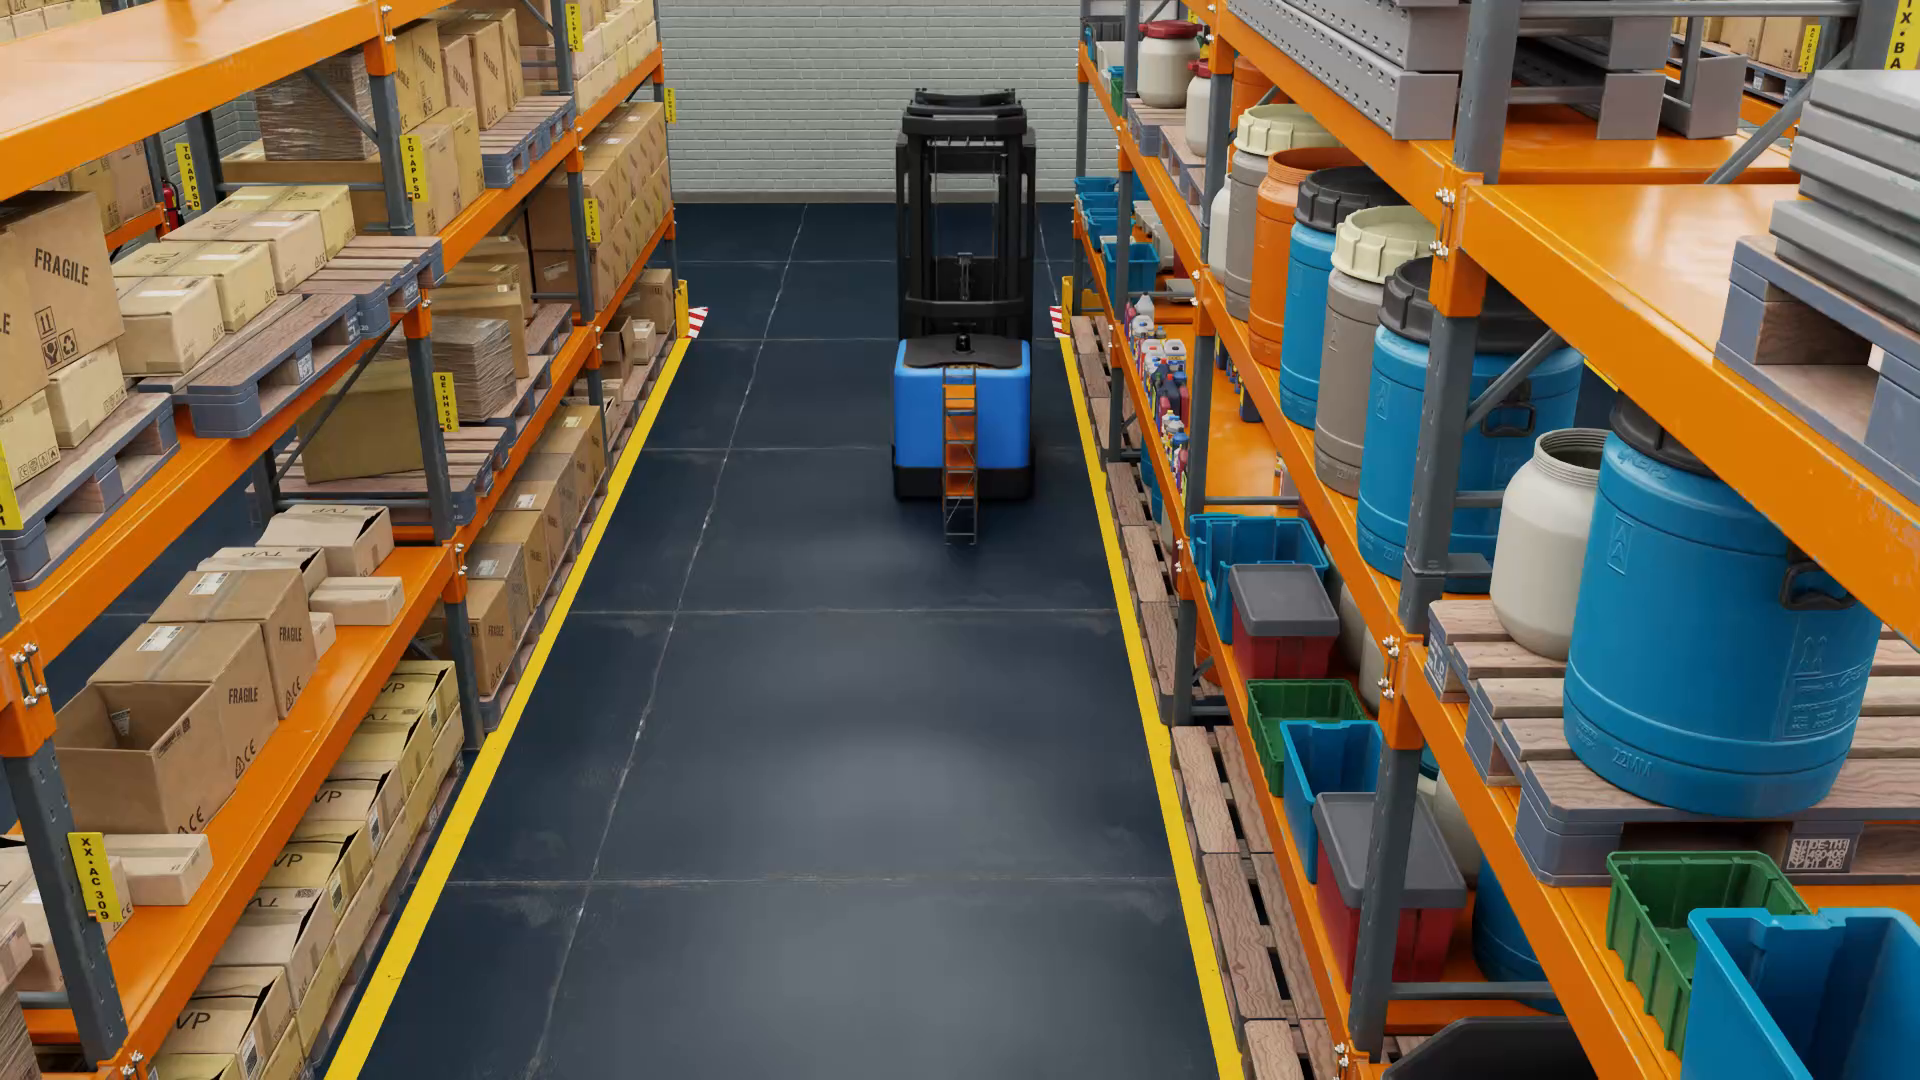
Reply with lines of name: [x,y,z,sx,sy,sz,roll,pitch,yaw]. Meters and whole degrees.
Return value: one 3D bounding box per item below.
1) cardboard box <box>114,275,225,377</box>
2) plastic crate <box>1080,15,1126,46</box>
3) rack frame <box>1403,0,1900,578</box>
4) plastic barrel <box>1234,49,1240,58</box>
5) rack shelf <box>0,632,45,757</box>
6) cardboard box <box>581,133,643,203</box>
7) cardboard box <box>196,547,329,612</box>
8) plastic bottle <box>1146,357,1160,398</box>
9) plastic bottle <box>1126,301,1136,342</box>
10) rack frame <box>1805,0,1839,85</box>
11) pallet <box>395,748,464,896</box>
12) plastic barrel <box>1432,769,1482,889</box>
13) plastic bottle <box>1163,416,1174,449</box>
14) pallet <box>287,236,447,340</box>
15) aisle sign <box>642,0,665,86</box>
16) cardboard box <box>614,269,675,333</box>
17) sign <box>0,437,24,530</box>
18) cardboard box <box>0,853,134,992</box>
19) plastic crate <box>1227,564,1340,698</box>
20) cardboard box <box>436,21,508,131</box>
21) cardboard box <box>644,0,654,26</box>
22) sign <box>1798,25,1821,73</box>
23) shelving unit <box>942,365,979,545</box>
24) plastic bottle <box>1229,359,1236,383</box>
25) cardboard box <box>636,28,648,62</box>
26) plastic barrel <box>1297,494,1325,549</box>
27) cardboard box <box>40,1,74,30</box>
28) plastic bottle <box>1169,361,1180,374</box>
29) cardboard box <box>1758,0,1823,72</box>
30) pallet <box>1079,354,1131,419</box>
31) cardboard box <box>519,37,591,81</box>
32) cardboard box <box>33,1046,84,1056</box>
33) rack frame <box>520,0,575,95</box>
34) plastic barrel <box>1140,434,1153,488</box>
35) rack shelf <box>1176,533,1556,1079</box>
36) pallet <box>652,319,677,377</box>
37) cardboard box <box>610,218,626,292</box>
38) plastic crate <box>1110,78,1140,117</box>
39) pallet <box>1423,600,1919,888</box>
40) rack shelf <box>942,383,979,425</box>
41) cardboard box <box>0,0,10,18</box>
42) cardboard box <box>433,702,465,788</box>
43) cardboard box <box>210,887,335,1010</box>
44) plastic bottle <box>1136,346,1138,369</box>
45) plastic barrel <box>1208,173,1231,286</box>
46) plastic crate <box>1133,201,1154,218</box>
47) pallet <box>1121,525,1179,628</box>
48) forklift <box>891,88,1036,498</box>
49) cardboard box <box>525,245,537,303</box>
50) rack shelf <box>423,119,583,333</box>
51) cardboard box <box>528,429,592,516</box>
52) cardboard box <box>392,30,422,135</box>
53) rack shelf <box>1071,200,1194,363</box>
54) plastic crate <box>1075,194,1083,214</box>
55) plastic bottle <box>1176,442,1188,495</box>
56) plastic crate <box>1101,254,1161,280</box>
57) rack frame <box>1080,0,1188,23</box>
cardboard box: [-3.150,-0.814,6.326,0.500,0.250,0.500,-2,24,-5]
plastic crate: [1.358,-4.649,15.291,0.497,0.269,0.590,0,24,-1]
rack frame: [1.763,-1.290,4.066,1.000,3.000,0.127,0,24,-1]
plastic barrel: [1.847,-2.937,10.230,0.600,0.901,0.708,0,24,-1]
rack shelf: [-3.168,1.249,2.965,1.077,0.370,4.000,0,24,-1]
cardboard box: [-3.019,-3.166,14.160,0.500,0.500,0.500,0,24,1]
cardboard box: [-3.418,0.226,8.103,0.500,0.311,0.500,-1,24,-1]
plastic bottle: [1.286,-1.077,11.031,0.097,0.271,0.097,0,24,0]
plastic bottle: [1.255,-1.592,12.155,0.061,0.283,0.133,0,24,-1]
rack frame: [6.628,-4.609,11.404,1.000,3.000,0.127,0,24,-1]
pallet: [-3.264,1.426,8.725,1.003,0.211,1.213,0,24,-1]
plastic barrel: [1.972,0.986,6.148,0.433,0.535,0.433,0,24,0]
plastic bottle: [1.296,-0.663,10.200,0.097,0.201,0.097,0,24,0]
pallet: [-3.137,-1.186,7.704,1.213,0.211,1.003,1,24,2]
aisle sign: [-3.016,-4.695,15.719,0.394,0.787,0.004,0,24,-1]
cardboard box: [-3.069,-2.319,16.121,0.500,0.500,0.500,0,24,-1]
sign: [-2.635,-0.178,4.523,0.100,0.325,0.005,0,24,-1]
cardboard box: [-3.239,1.329,5.736,0.500,0.250,0.500,1,24,3]
plastic crate: [1.431,0.433,7.458,0.402,0.464,0.583,0,24,-1]
cardboard box: [-3.316,-2.999,10.731,0.600,0.600,0.600,-1,24,-1]
cardboard box: [-3.061,-4.797,15.034,0.500,0.250,0.500,0,24,-1]
sign: [6.073,-3.511,11.893,0.100,0.325,0.005,0,24,-1]
shelving unit: [-0.002,-0.615,12.037,0.258,1.200,0.503,0,24,-1]
plastic bottle: [1.890,-1.212,11.329,0.097,0.271,0.097,0,24,0]
cardboard box: [-3.057,-4.363,14.681,0.500,0.250,0.500,0,24,-1]
plastic barrel: [2.027,-0.077,8.499,0.600,0.536,0.708,0,24,-1]
cardboard box: [-7.994,-4.477,14.304,0.500,0.250,0.500,-1,24,-3]
plastic bottle: [1.437,-1.102,11.170,0.097,0.201,0.097,0,24,0]
cardboard box: [6.560,-3.847,12.607,0.700,0.500,0.500,-2,24,-4]
pallet: [1.613,-1.390,14.950,1.003,0.211,1.213,0,24,-1]
cardboard box: [-3.034,-3.560,12.301,0.500,0.250,0.500,0,24,-1]
cardboard box: [-3.493,1.890,6.461,0.500,0.311,0.500,0,24,1]
rack frame: [-3.277,-4.566,11.309,1.000,3.000,0.127,0,24,-1]
plastic barrel: [1.665,-0.864,12.441,0.600,0.901,0.708,0,24,-1]
rack shelf: [1.741,0.947,7.273,1.077,0.370,4.000,0,24,-1]
pallet: [-3.311,-1.850,15.969,1.003,0.211,1.213,0,24,-1]
cardboard box: [-3.019,-2.300,13.458,0.500,0.500,0.500,0,24,0]
plastic crate: [1.369,-3.297,12.400,0.450,0.188,0.662,0,24,-1]
pallet: [1.868,0.459,4.067,1.213,0.211,1.003,0,24,-1]
rack shelf: [-0.002,-0.973,11.875,0.258,0.148,0.480,0,24,-1]
cardboard box: [-7.981,-4.396,13.214,0.500,0.500,0.500,0,24,0]
cardboard box: [-2.984,1.093,8.904,0.500,0.250,0.500,0,24,1]
cardboard box: [-2.953,1.679,6.928,0.500,0.311,0.500,-1,24,-2]
plastic bottle: [1.280,-1.292,11.590,0.097,0.201,0.097,0,24,0]
plastic barrel: [1.416,-1.493,8.020,0.421,0.512,0.421,0,24,0]
plastic crate: [1.822,-3.074,15.536,0.396,0.136,0.243,0,24,-1]
pallet: [1.659,0.239,11.348,1.003,0.211,1.213,0,24,-1]
forklift: [0.051,-2.220,13.485,1.130,2.935,3.031,1,24,1]
cardboard box: [-3.540,-2.083,12.978,0.500,0.500,0.500,0,24,0]
rack shelf: [-3.256,-2.047,10.253,1.077,0.370,4.000,0,24,-1]
cardboard box: [-2.988,-0.488,12.073,0.500,0.500,0.500,0,24,0]
cardboard box: [-3.238,-2.442,8.919,0.500,0.500,0.500,0,24,-1]
rack shelf: [1.654,-2.350,14.562,1.077,0.370,4.000,0,24,-1]
plastic crate: [1.226,-3.173,15.756,0.250,0.136,0.298,0,24,-1]
plastic bottle: [1.286,-0.412,9.546,0.061,0.283,0.133,0,24,-1]
plastic crate: [1.395,-2.215,13.653,0.437,0.125,0.590,0,24,-1]
rack frame: [1.632,-6.235,14.999,1.000,3.000,0.127,0,24,-1]
